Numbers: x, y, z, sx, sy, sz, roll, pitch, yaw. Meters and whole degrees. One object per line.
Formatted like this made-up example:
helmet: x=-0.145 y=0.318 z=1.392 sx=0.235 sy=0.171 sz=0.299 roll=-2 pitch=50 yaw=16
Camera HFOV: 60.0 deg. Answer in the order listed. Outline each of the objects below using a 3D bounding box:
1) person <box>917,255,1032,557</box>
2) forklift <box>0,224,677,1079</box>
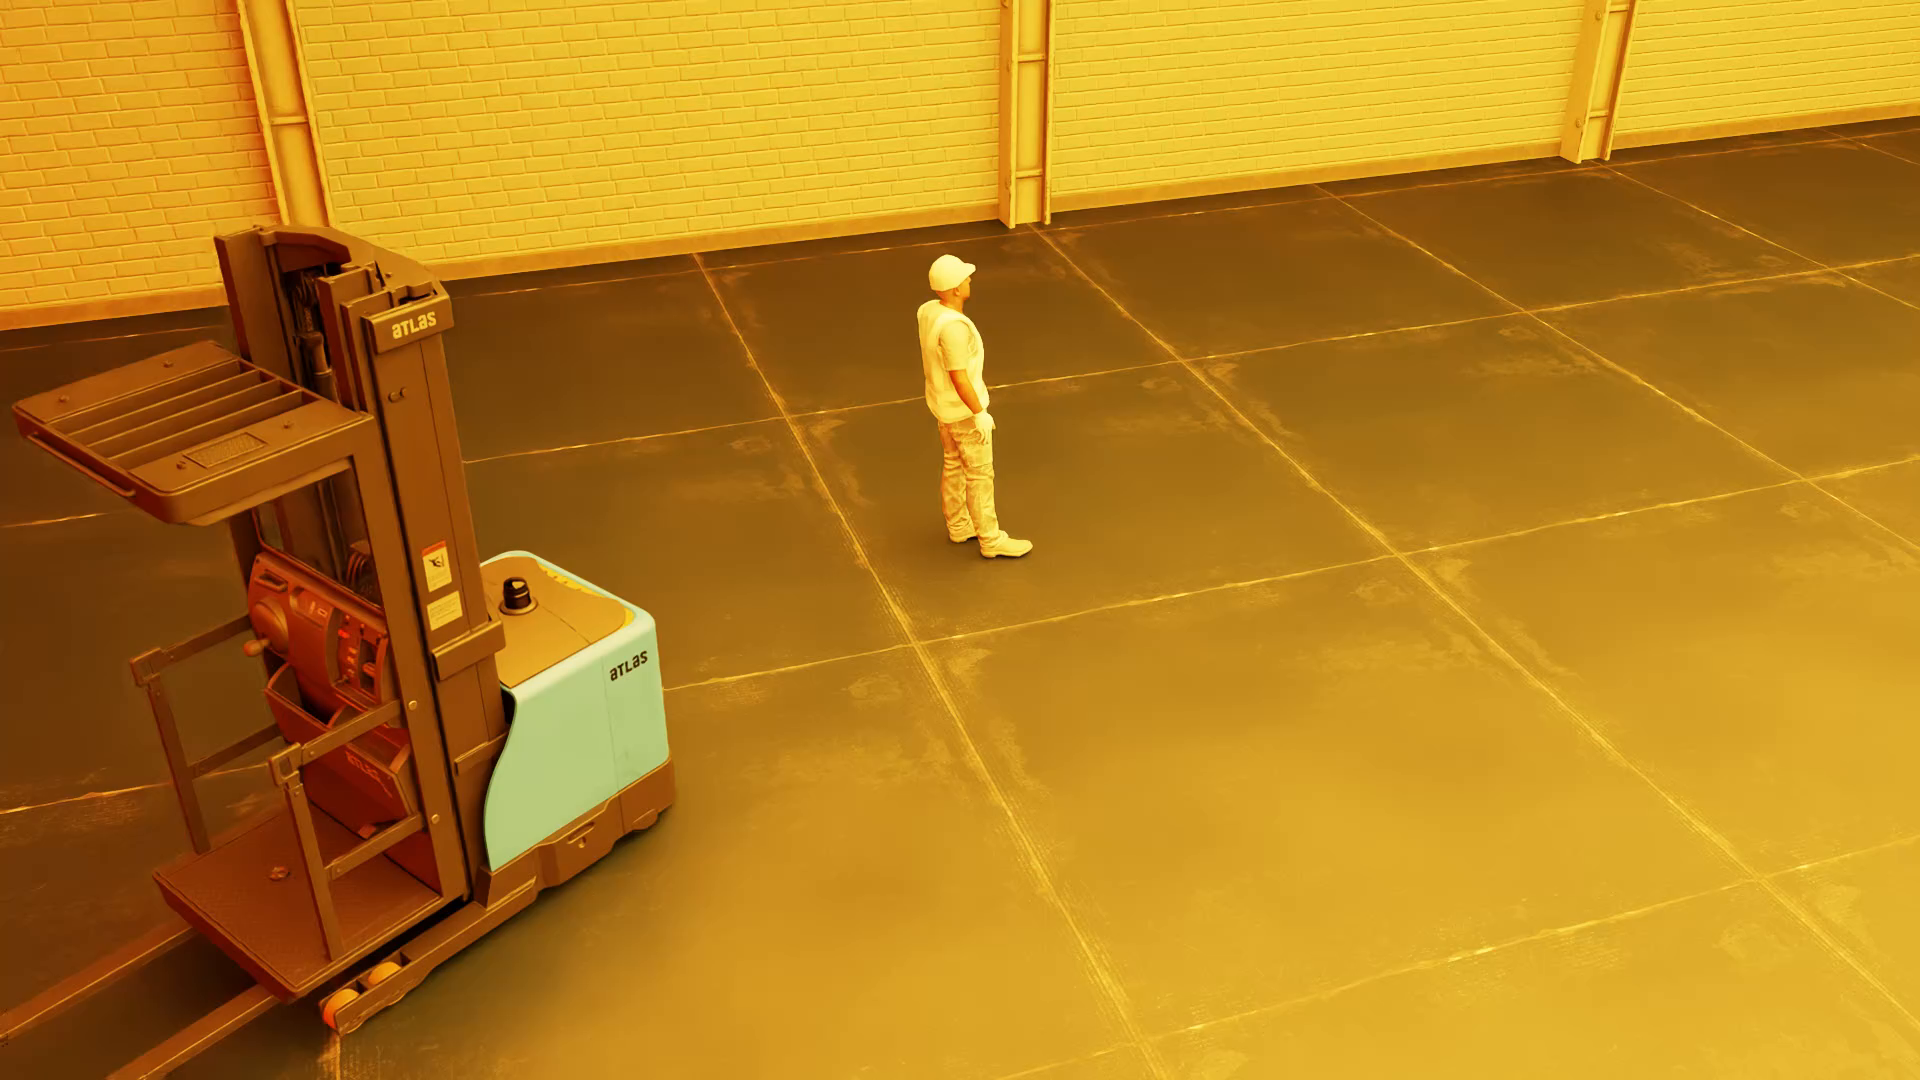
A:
person: x=0.071 y=-0.787 z=9.591 sx=0.575 sy=1.785 sz=0.657 roll=-10 pitch=31 yaw=-16
forklift: x=-2.648 y=0.407 z=6.379 sx=1.130 sy=2.935 sz=3.031 roll=22 pitch=37 yaw=33
